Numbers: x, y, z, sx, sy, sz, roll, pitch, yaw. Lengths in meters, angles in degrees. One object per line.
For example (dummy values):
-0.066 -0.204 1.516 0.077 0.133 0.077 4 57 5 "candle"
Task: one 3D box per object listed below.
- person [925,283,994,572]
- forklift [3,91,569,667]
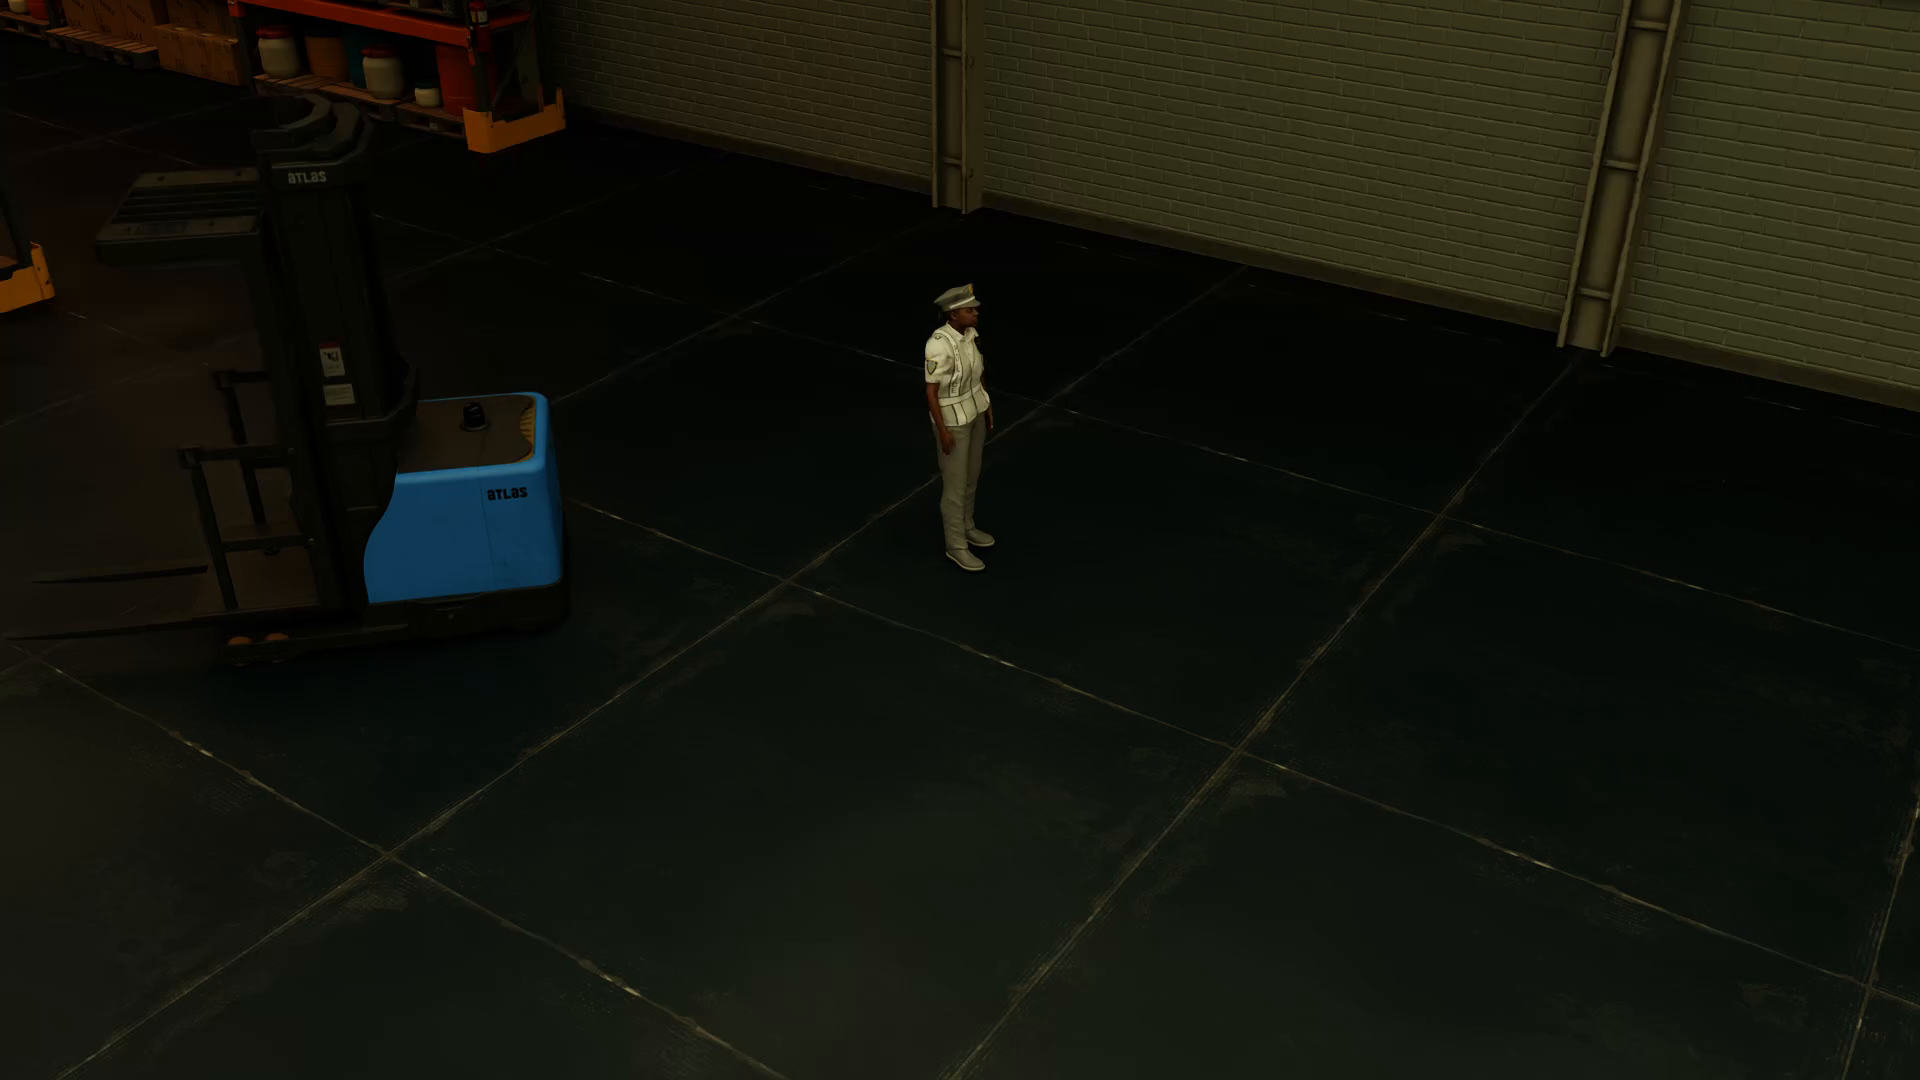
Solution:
0.051 -0.708 10.021 0.530 1.692 0.569 19 35 29 "person"
-3.838 -0.850 9.046 3.031 2.935 1.130 -6 31 -10 "forklift"
